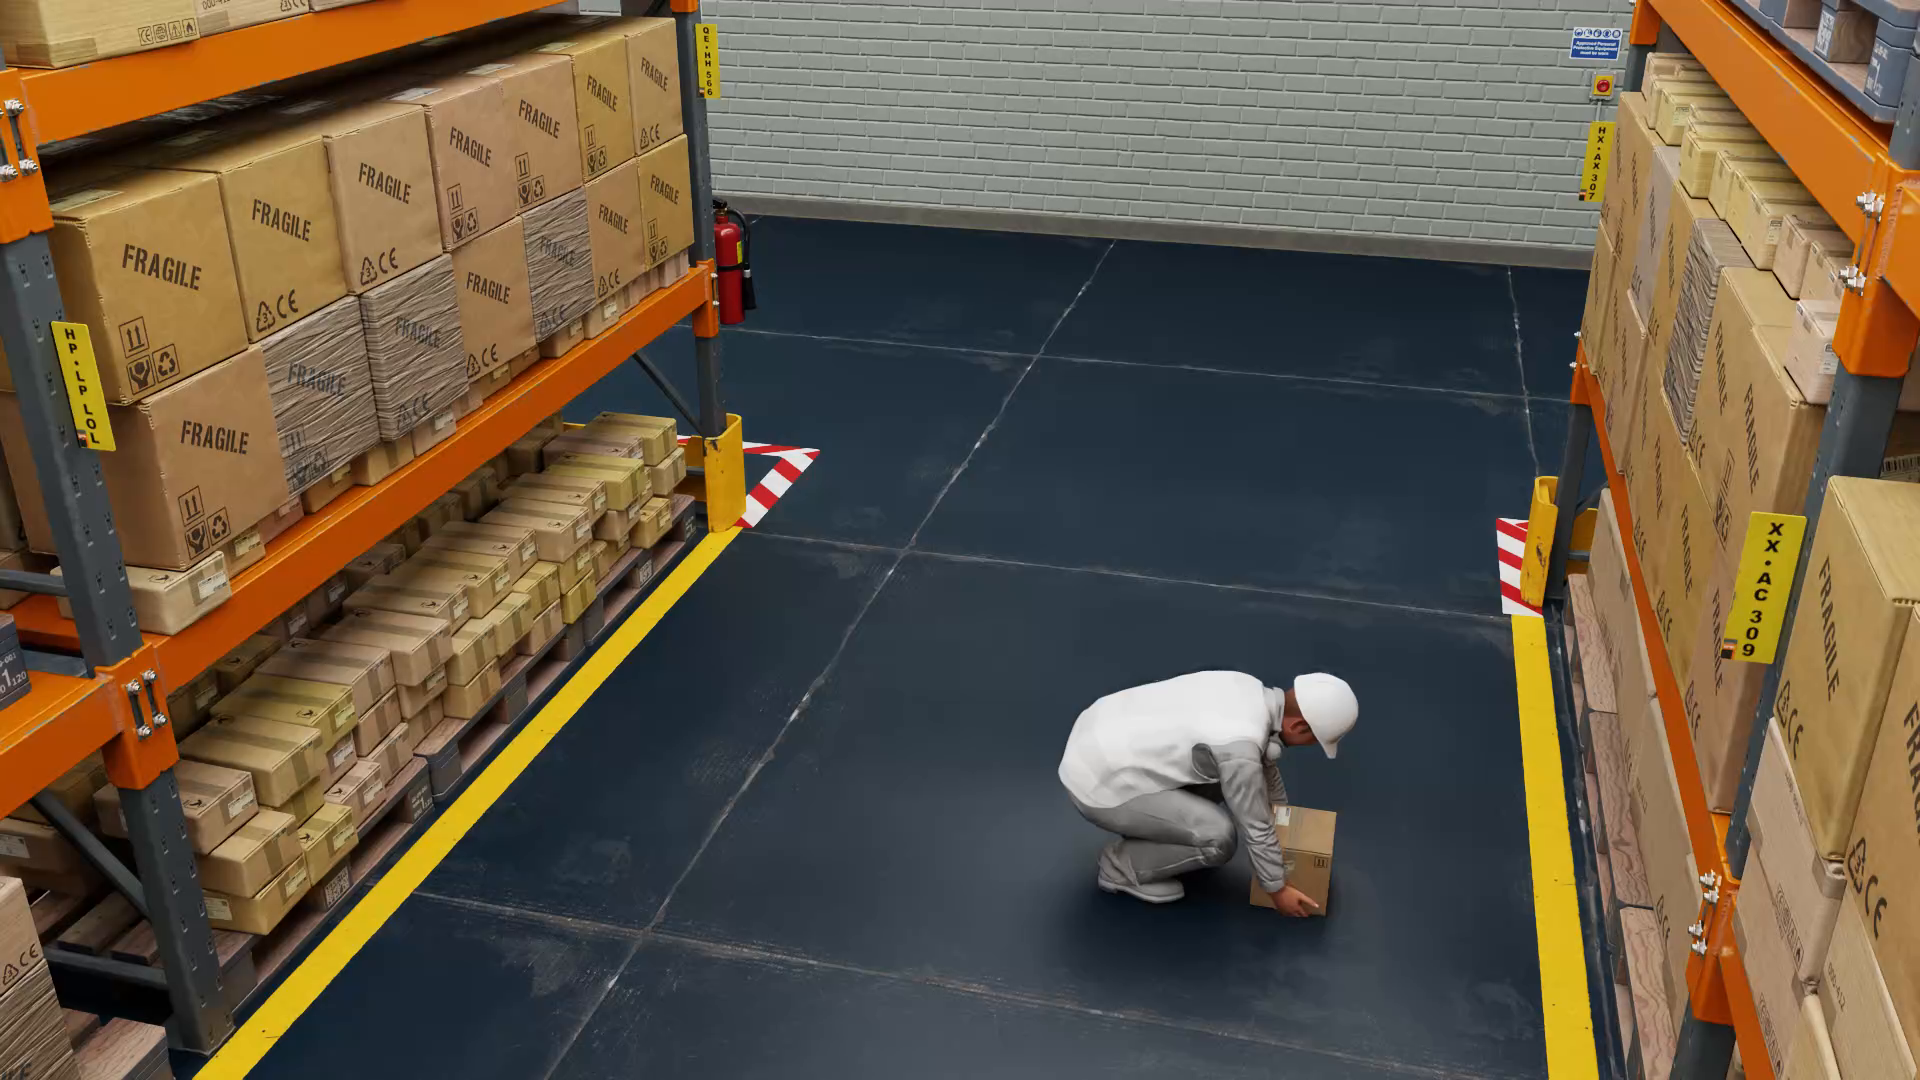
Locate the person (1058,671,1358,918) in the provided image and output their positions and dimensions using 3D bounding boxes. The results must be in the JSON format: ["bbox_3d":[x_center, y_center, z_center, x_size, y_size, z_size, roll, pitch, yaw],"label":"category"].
[{"bbox_3d":[0.813,0.811,5.558,0.945,0.858,0.519,6,26,13],"label":"person"}]
